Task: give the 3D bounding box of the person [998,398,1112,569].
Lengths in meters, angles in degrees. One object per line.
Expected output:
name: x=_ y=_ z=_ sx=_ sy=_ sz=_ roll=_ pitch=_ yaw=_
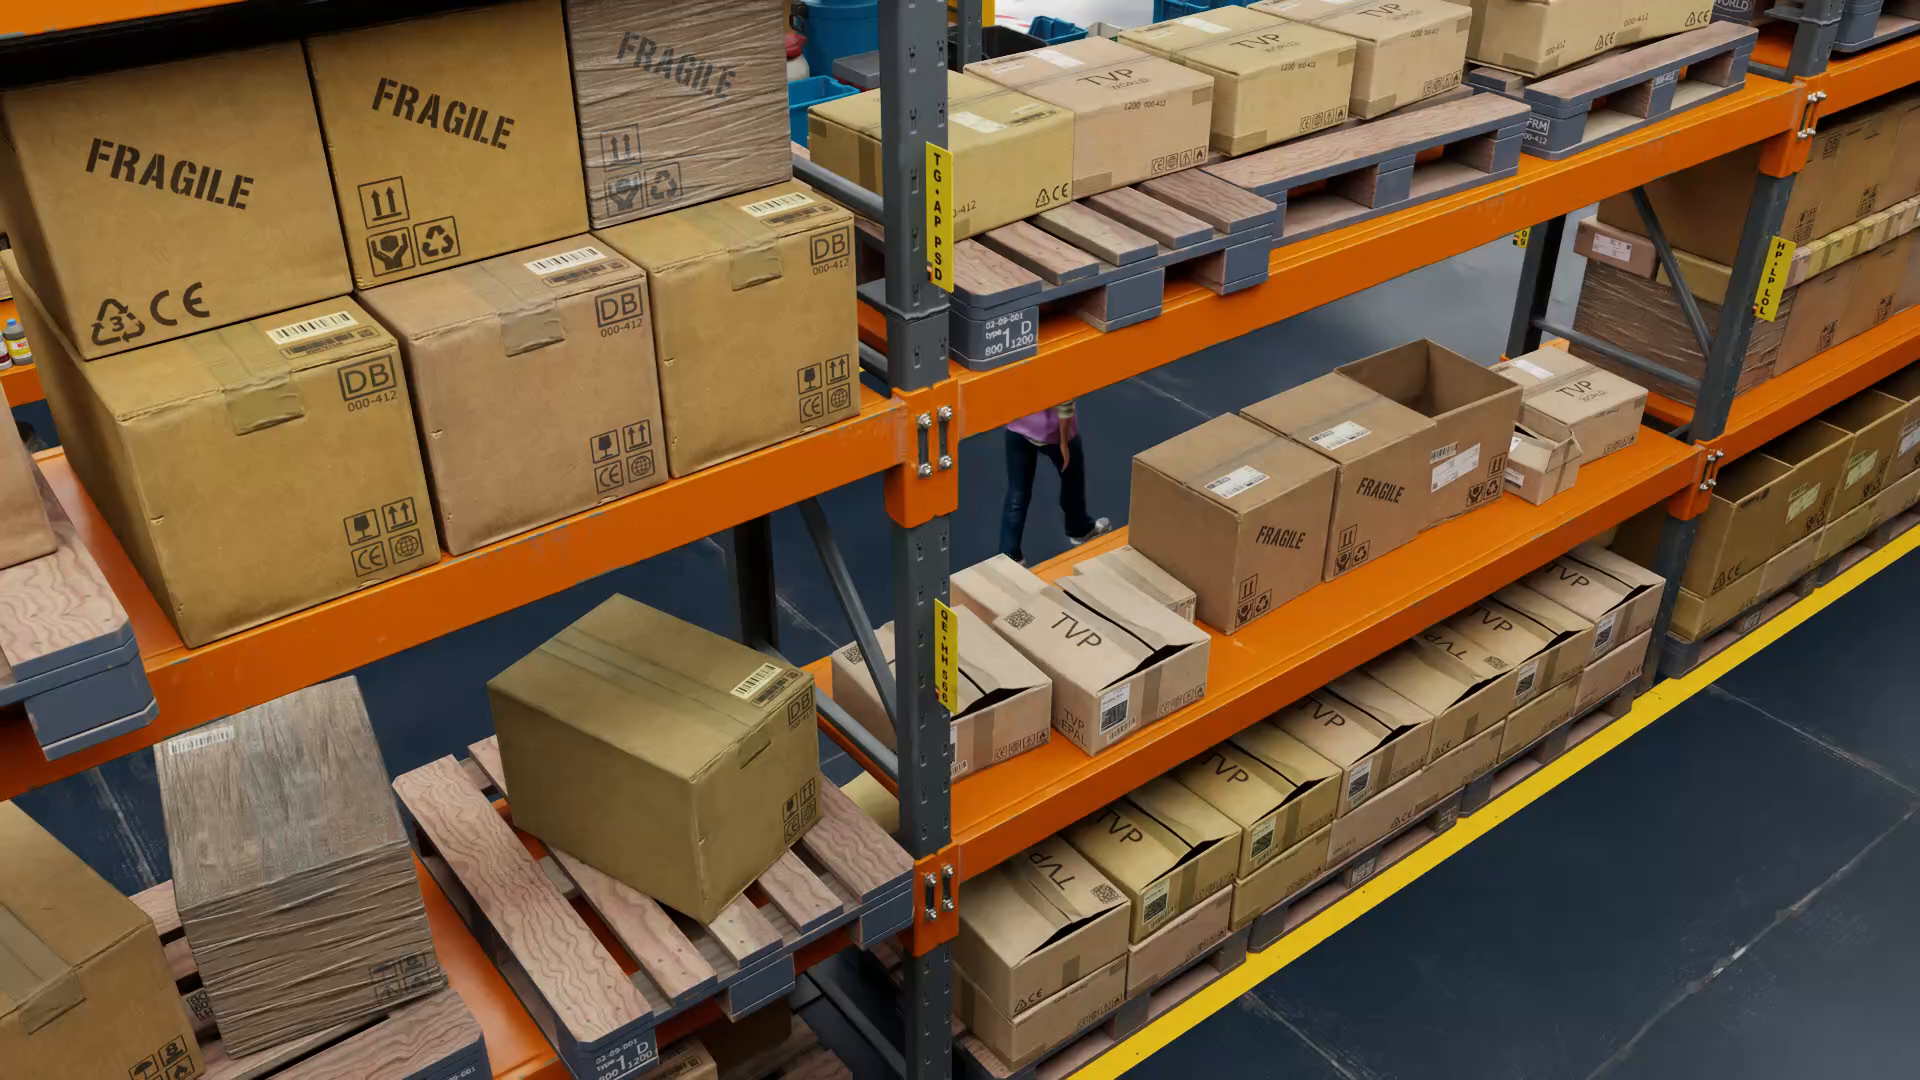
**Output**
person: x=0.440 y=-0.575 z=8.017 sx=0.417 sy=1.567 sz=0.790 roll=19 pitch=37 yaw=27
